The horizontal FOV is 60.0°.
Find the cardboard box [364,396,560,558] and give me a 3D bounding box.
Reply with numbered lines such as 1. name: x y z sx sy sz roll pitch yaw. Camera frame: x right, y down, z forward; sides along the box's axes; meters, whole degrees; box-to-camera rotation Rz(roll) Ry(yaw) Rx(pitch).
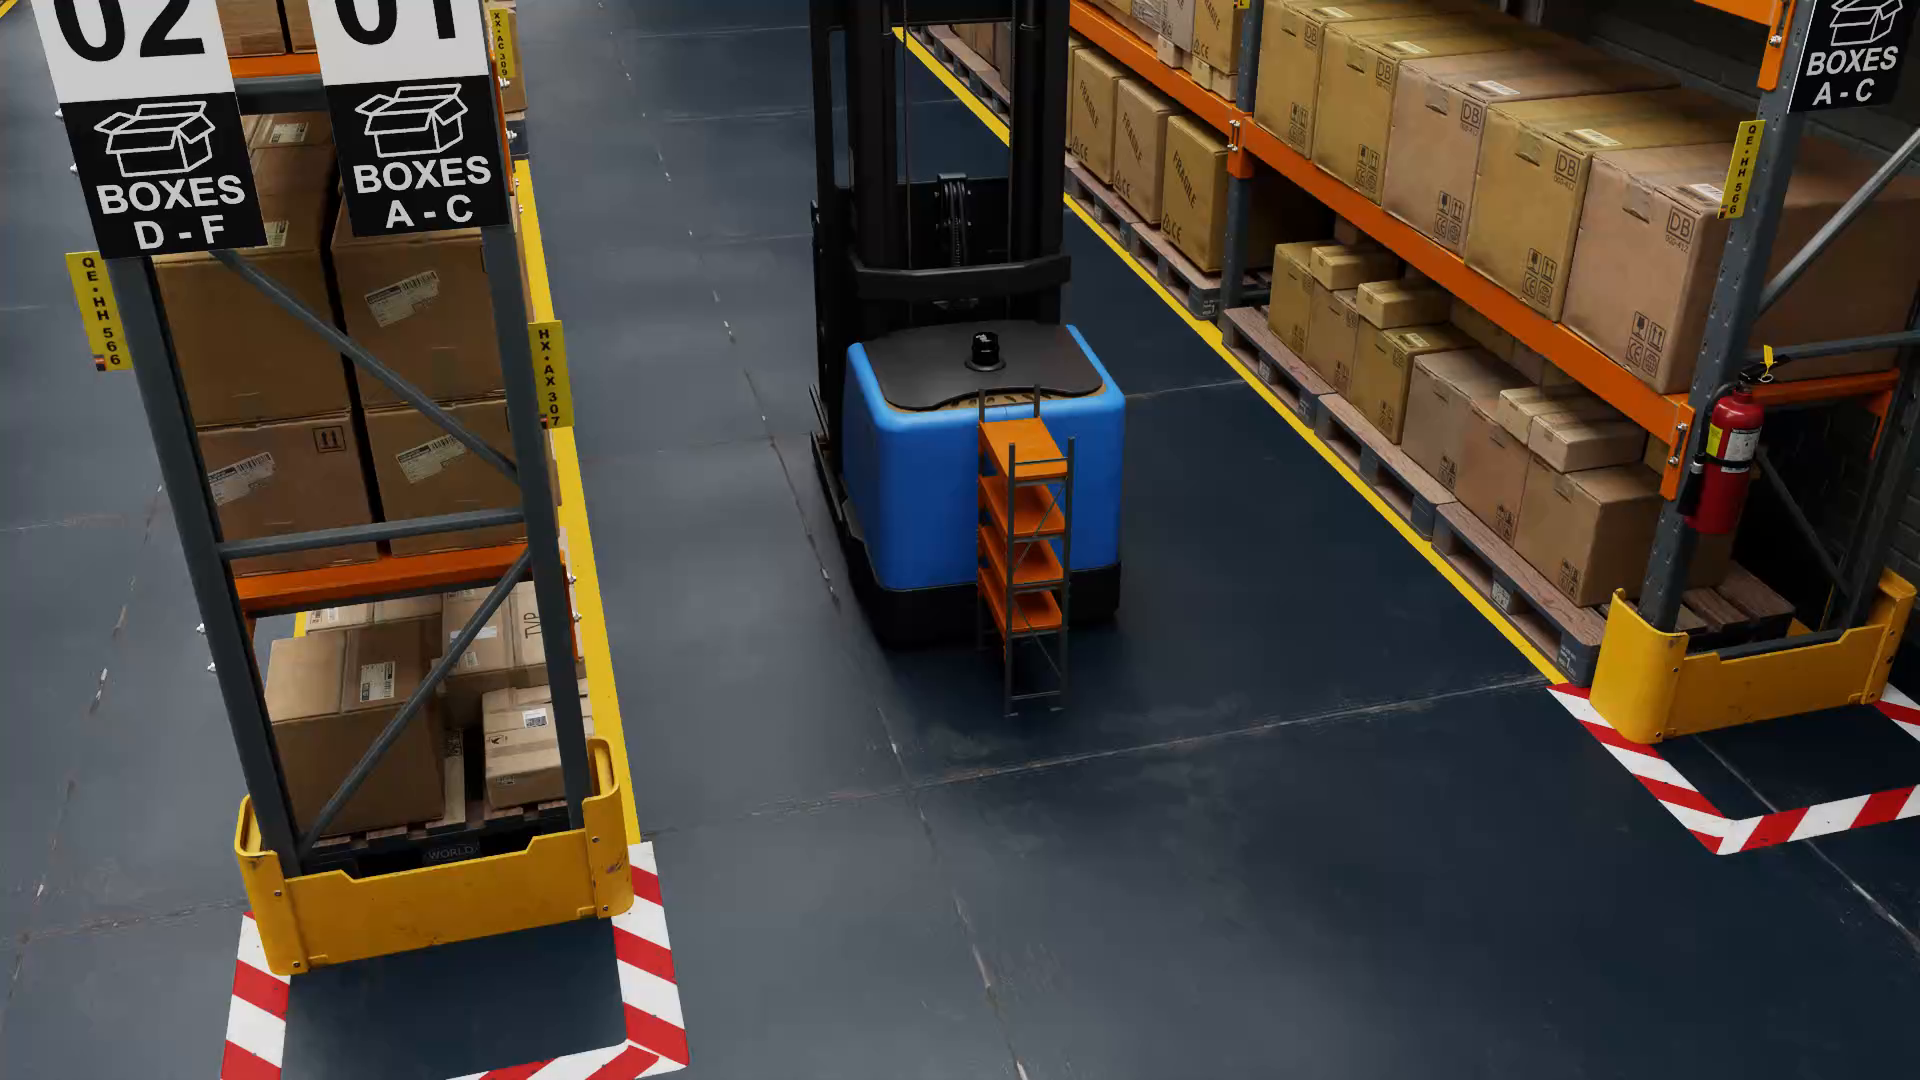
1. cardboard box: -1.542 -0.309 5.189 0.500 0.500 0.500 -7 31 -12

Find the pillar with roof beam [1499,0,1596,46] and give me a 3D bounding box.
1. pillar with roof beam: -1.096 -4.409 6.385 9.100 9.000 0.400 -8 31 -13

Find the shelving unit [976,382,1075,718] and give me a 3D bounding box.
1. shelving unit: 0.243 0.044 6.476 0.258 1.200 0.503 -6 31 -11

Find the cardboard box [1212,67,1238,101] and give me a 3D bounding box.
1. cardboard box: 1.672 -2.634 9.537 0.380 0.149 0.250 -8 31 -13

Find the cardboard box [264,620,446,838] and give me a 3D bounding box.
1. cardboard box: -2.061 0.645 5.697 0.500 0.500 0.500 -8 31 -13

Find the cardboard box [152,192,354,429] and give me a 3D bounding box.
1. cardboard box: -2.062 -0.671 4.816 0.500 0.500 0.500 -8 31 -14

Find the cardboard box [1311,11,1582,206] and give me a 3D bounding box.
1. cardboard box: 2.351 -2.121 8.120 0.980 0.700 0.700 -9 31 -15

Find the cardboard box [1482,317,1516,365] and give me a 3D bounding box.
1. cardboard box: 2.702 -0.960 7.843 0.380 0.149 0.250 -8 31 -13

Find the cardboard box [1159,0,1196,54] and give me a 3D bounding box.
1. cardboard box: 1.524 -3.224 9.908 0.500 0.500 0.500 -8 31 -13

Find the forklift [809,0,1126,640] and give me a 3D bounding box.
1. forklift: -0.134 -1.577 7.549 1.130 2.935 3.031 -6 31 -11

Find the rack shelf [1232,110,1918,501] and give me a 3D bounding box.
1. rack shelf: 2.565 -1.331 7.774 1.077 0.370 4.000 -8 31 -13

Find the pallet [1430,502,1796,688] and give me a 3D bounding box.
1. pallet: 2.809 0.155 7.272 1.003 0.211 1.213 -8 31 -13

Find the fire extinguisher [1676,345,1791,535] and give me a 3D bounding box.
1. fire extinguisher: 2.691 -0.347 5.805 0.296 0.674 0.183 -8 31 -13

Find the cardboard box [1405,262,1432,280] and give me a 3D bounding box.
1. cardboard box: 2.499 -1.329 8.481 0.380 0.149 0.250 -9 31 -15

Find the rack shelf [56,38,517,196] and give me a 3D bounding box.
1. rack shelf: -2.210 -1.969 5.881 1.077 0.370 4.000 -8 31 -13

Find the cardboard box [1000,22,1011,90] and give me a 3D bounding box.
1. cardboard box: 0.731 -3.990 13.705 0.700 0.500 0.500 -7 31 -13

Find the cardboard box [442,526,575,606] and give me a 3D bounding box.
1. cardboard box: -1.815 0.200 6.715 0.500 0.250 0.500 -8 31 -13

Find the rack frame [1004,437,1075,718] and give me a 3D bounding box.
1. rack frame: 0.294 0.163 6.270 0.240 1.200 0.015 -6 31 -11

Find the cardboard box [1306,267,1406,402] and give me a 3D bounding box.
1. cardboard box: 2.264 -1.090 8.716 0.700 0.500 0.500 -8 31 -14

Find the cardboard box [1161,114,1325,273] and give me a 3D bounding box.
1. cardboard box: 1.737 -2.156 10.208 0.750 0.750 0.750 -7 31 -13

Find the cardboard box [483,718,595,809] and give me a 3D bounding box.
1. cardboard box: -1.459 0.779 5.816 0.380 0.149 0.250 -8 31 -13

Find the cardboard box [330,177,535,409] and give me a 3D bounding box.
1. cardboard box: -1.542 -0.741 4.939 0.500 0.500 0.500 -7 31 -12

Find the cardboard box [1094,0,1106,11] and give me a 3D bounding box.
1. cardboard box: 1.147 -3.759 11.480 0.380 0.149 0.250 -7 31 -12

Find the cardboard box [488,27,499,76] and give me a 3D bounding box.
1. cardboard box: -2.084 -1.724 6.636 0.500 0.500 0.500 -8 31 -13

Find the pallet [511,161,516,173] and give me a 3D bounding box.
1. pallet: -3.983 -3.076 12.853 1.003 0.211 1.213 -8 31 -13

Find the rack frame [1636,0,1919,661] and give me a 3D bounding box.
1. rack frame: 3.096 -0.677 5.925 1.000 3.000 0.127 -8 31 -13

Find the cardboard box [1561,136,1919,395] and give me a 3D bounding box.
1. cardboard box: 2.951 -1.051 6.273 0.980 0.700 0.700 -6 31 -11

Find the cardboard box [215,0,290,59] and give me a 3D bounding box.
1. cardboard box: -2.069 -1.462 4.438 0.500 0.250 0.500 -8 31 -13

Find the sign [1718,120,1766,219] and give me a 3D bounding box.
1. sign: 2.569 -1.215 5.462 0.100 0.325 0.005 -8 31 -13

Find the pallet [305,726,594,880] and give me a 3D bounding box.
1. pallet: -1.911 0.769 6.211 1.003 0.211 1.213 -8 31 -13

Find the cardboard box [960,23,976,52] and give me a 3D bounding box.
1. cardboard box: 0.405 -4.733 14.989 0.700 0.500 0.500 -8 31 -13

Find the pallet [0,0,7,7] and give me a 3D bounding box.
1. pallet: -10.426 -5.457 16.966 1.003 0.211 1.213 -8 31 -13

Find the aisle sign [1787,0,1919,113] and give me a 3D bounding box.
1. aisle sign: 2.826 -1.727 5.144 0.394 0.787 0.004 -8 31 -13

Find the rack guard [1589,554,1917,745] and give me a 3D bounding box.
1. rack guard: 3.103 0.417 6.531 1.175 0.500 0.348 -8 31 -13

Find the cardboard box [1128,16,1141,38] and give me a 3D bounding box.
1. cardboard box: 1.317 -3.383 10.832 0.380 0.149 0.250 -7 31 -12

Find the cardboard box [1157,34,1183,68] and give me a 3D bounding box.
1. cardboard box: 1.430 -3.004 10.176 0.380 0.149 0.250 -8 31 -13

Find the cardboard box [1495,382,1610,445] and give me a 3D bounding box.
1. cardboard box: 2.536 -0.543 7.123 0.380 0.149 0.250 -7 31 -12

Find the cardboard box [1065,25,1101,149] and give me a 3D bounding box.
1. cardboard box: 1.042 -3.419 12.390 0.750 0.750 0.750 -8 31 -14

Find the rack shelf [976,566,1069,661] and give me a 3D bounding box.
1. rack shelf: 0.243 0.274 6.609 0.258 0.148 0.480 -6 31 -11

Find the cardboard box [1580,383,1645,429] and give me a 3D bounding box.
1. cardboard box: 2.905 -0.593 7.208 0.380 0.149 0.250 -8 31 -13

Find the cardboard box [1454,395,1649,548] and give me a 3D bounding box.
1. cardboard box: 2.681 -0.343 7.424 0.700 0.500 0.500 -8 31 -13
